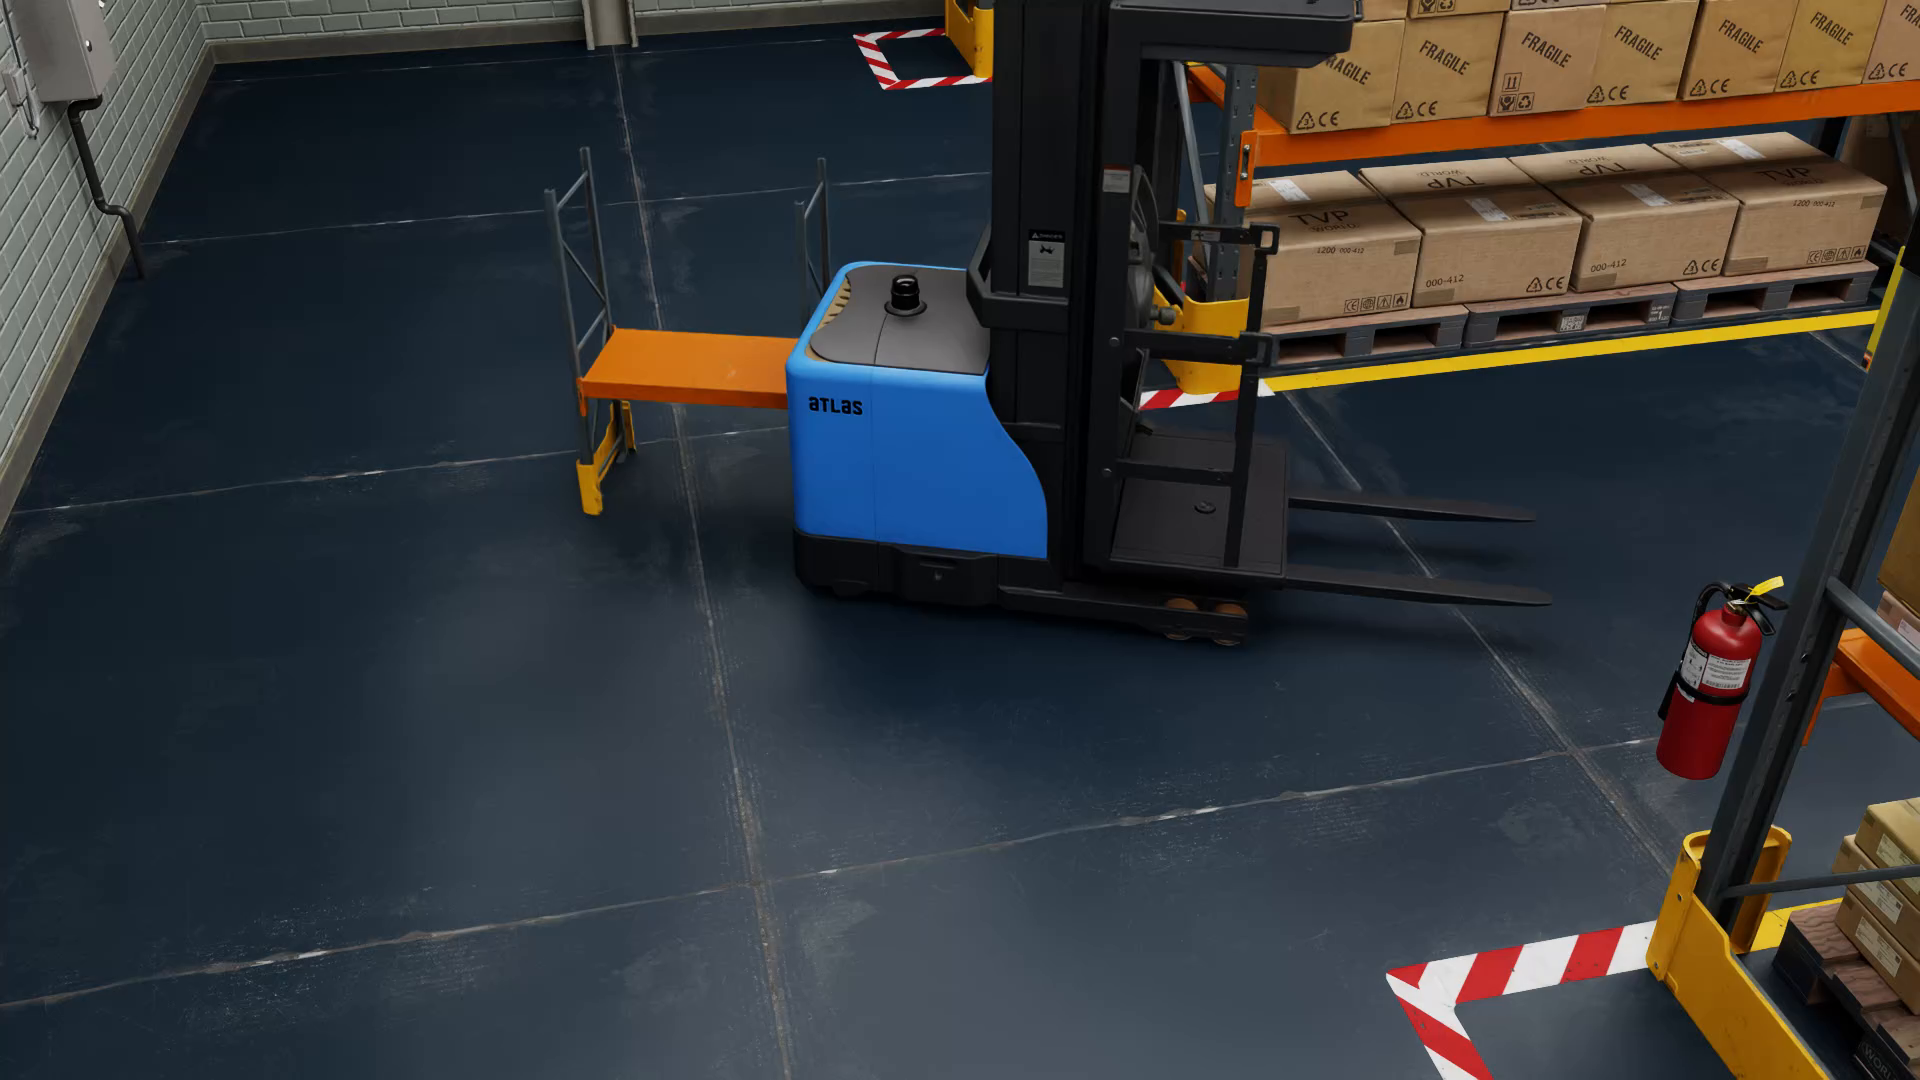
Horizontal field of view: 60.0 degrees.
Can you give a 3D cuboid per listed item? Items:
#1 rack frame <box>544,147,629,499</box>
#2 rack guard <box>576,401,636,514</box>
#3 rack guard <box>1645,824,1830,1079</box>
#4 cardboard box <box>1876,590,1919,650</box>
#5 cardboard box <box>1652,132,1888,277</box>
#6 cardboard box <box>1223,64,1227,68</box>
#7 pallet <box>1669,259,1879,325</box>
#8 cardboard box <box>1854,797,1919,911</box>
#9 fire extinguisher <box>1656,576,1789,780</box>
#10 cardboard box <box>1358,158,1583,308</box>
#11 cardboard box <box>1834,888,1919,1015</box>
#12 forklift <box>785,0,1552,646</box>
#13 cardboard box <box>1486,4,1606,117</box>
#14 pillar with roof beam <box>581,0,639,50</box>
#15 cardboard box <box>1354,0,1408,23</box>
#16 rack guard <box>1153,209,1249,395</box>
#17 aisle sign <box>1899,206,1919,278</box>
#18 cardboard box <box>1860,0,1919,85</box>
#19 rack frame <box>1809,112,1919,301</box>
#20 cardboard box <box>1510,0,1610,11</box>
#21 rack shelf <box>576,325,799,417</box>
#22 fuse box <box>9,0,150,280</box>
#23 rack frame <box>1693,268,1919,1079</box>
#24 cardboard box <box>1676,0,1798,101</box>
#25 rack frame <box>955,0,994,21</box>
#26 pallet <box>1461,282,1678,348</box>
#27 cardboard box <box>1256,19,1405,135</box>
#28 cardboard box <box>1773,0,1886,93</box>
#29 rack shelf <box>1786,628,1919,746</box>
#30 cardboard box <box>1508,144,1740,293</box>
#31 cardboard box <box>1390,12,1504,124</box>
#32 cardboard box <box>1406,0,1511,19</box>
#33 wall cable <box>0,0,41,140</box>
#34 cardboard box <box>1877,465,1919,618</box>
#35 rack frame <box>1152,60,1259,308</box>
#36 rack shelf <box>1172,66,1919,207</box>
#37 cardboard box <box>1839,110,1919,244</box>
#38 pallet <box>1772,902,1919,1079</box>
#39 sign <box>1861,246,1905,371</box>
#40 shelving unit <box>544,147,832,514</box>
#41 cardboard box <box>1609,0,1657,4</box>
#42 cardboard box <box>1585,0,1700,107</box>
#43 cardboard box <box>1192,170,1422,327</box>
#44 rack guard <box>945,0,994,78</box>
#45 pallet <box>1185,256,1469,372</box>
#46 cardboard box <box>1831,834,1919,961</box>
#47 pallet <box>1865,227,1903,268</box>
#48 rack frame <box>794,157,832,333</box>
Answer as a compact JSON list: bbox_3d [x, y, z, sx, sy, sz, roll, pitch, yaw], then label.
[{"bbox_3d":[-1.614,-0.902,7.249,0.032,1.500,0.500,4,34,6],"label":"rack frame"},{"bbox_3d":[-1.613,-0.383,7.597,0.087,0.250,0.587,4,34,6],"label":"rack guard"},{"bbox_3d":[2.453,1.399,4.716,0.348,0.500,1.175,-7,35,-11],"label":"rack guard"},{"bbox_3d":[2.635,0.281,4.364,0.250,0.149,0.380,-7,35,-10],"label":"cardboard box"},{"bbox_3d":[4.454,-1.890,9.298,0.875,0.438,0.875,-8,35,-11],"label":"cardboard box"},{"bbox_3d":[1.601,-2.552,8.271,0.500,0.500,0.500,-7,34,-10],"label":"cardboard box"},{"bbox_3d":[4.331,-1.590,9.430,1.213,0.211,1.003,-7,35,-11],"label":"pallet"},{"bbox_3d":[2.840,0.930,4.819,0.250,0.149,0.380,-7,34,-10],"label":"cardboard box"},{"bbox_3d":[2.032,0.338,4.459,0.183,0.674,0.296,-7,35,-11],"label":"fire extinguisher"},{"bbox_3d":[2.701,-1.670,8.969,0.875,0.438,0.875,-6,34,-9],"label":"cardboard box"},{"bbox_3d":[2.847,1.202,4.948,0.250,0.149,0.380,-7,34,-10],"label":"cardboard box"},{"bbox_3d":[0.880,-1.119,6.287,3.031,2.935,1.130,6,34,9],"label":"forklift"},{"bbox_3d":[2.708,-2.382,8.017,0.500,0.500,0.500,-7,35,-11],"label":"cardboard box"},{"bbox_3d":[-1.789,-5.314,7.093,0.400,9.000,9.100,-7,35,-11],"label":"pillar with roof beam"},{"bbox_3d":[1.720,-2.668,7.547,0.500,0.500,0.500,-8,35,-12],"label":"cardboard box"},{"bbox_3d":[1.165,-1.266,8.688,0.348,0.500,1.175,-7,35,-11],"label":"rack guard"},{"bbox_3d":[2.242,-0.863,3.511,0.004,0.787,0.394,-7,35,-11],"label":"aisle sign"},{"bbox_3d":[4.694,-2.644,8.409,0.500,0.500,0.500,-7,34,-10],"label":"cardboard box"},{"bbox_3d":[5.090,-2.799,8.729,0.127,3.000,1.000,-7,35,-11],"label":"rack frame"},{"bbox_3d":[2.722,-2.803,7.748,0.500,0.500,0.500,-7,35,-11],"label":"cardboard box"},{"bbox_3d":[-1.109,-0.719,7.298,1.000,0.185,0.538,4,34,6],"label":"rack shelf"},{"bbox_3d":[-4.627,-2.226,9.031,0.414,1.711,0.539,-7,35,-11],"label":"fuse box"},{"bbox_3d":[2.379,0.371,4.005,0.127,3.000,1.000,-7,35,-11],"label":"rack frame"},{"bbox_3d":[3.706,-2.508,8.206,0.500,0.500,0.500,-8,35,-11],"label":"cardboard box"},{"bbox_3d":[0.090,-5.004,12.015,0.127,3.000,1.000,-7,35,-11],"label":"rack frame"},{"bbox_3d":[3.139,-1.438,9.203,1.213,0.211,1.003,-7,35,-11],"label":"pallet"},{"bbox_3d":[1.720,-2.252,7.824,0.500,0.500,0.500,-7,35,-11],"label":"cardboard box"},{"bbox_3d":[4.194,-2.578,8.310,0.500,0.500,0.500,-8,35,-12],"label":"cardboard box"},{"bbox_3d":[4.330,0.424,4.572,4.000,0.370,1.077,-7,35,-11],"label":"rack shelf"},{"bbox_3d":[3.581,-1.780,9.133,0.875,0.438,0.875,-8,35,-12],"label":"cardboard box"},{"bbox_3d":[2.207,-2.329,7.939,0.500,0.500,0.500,-8,35,-11],"label":"cardboard box"},{"bbox_3d":[2.222,-2.735,7.647,0.500,0.500,0.500,-8,35,-12],"label":"cardboard box"},{"bbox_3d":[-4.630,-2.792,7.808,0.122,1.984,0.588,-7,35,-11],"label":"wall cable"},{"bbox_3d":[2.761,0.011,4.185,0.500,0.500,0.500,-6,34,-10],"label":"cardboard box"},{"bbox_3d":[1.189,-2.307,7.996,0.127,3.000,1.000,-7,35,-11],"label":"rack frame"},{"bbox_3d":[3.139,-2.254,8.563,4.000,0.370,1.077,-7,35,-11],"label":"rack shelf"},{"bbox_3d":[5.677,-2.211,9.382,0.875,0.875,0.875,-6,34,-9],"label":"cardboard box"},{"bbox_3d":[3.254,1.439,4.917,1.213,0.211,1.003,-7,35,-11],"label":"pallet"},{"bbox_3d":[2.276,-0.545,4.048,0.005,0.325,0.100,-7,35,-11],"label":"sign"},{"bbox_3d":[-1.118,-0.869,7.198,1.083,1.500,0.587,4,34,6],"label":"shelving unit"},{"bbox_3d":[3.209,-2.865,7.840,0.500,0.500,0.500,-7,35,-10],"label":"cardboard box"},{"bbox_3d":[3.192,-2.452,8.123,0.500,0.500,0.500,-6,34,-9],"label":"cardboard box"},{"bbox_3d":[1.810,-1.553,8.795,0.875,0.438,0.875,-8,35,-12],"label":"cardboard box"},{"bbox_3d":[0.164,-3.976,12.726,0.348,0.500,1.175,-7,35,-11],"label":"rack guard"},{"bbox_3d":[1.951,-1.290,8.983,1.213,0.211,1.003,-7,35,-11],"label":"pallet"},{"bbox_3d":[2.831,1.037,4.928,0.250,0.149,0.380,-8,35,-12],"label":"cardboard box"},{"bbox_3d":[5.826,-1.777,9.708,1.213,0.211,1.003,-7,35,-11],"label":"pallet"},{"bbox_3d":[-0.605,-0.834,7.146,0.032,1.500,0.500,4,34,6],"label":"rack frame"}]
